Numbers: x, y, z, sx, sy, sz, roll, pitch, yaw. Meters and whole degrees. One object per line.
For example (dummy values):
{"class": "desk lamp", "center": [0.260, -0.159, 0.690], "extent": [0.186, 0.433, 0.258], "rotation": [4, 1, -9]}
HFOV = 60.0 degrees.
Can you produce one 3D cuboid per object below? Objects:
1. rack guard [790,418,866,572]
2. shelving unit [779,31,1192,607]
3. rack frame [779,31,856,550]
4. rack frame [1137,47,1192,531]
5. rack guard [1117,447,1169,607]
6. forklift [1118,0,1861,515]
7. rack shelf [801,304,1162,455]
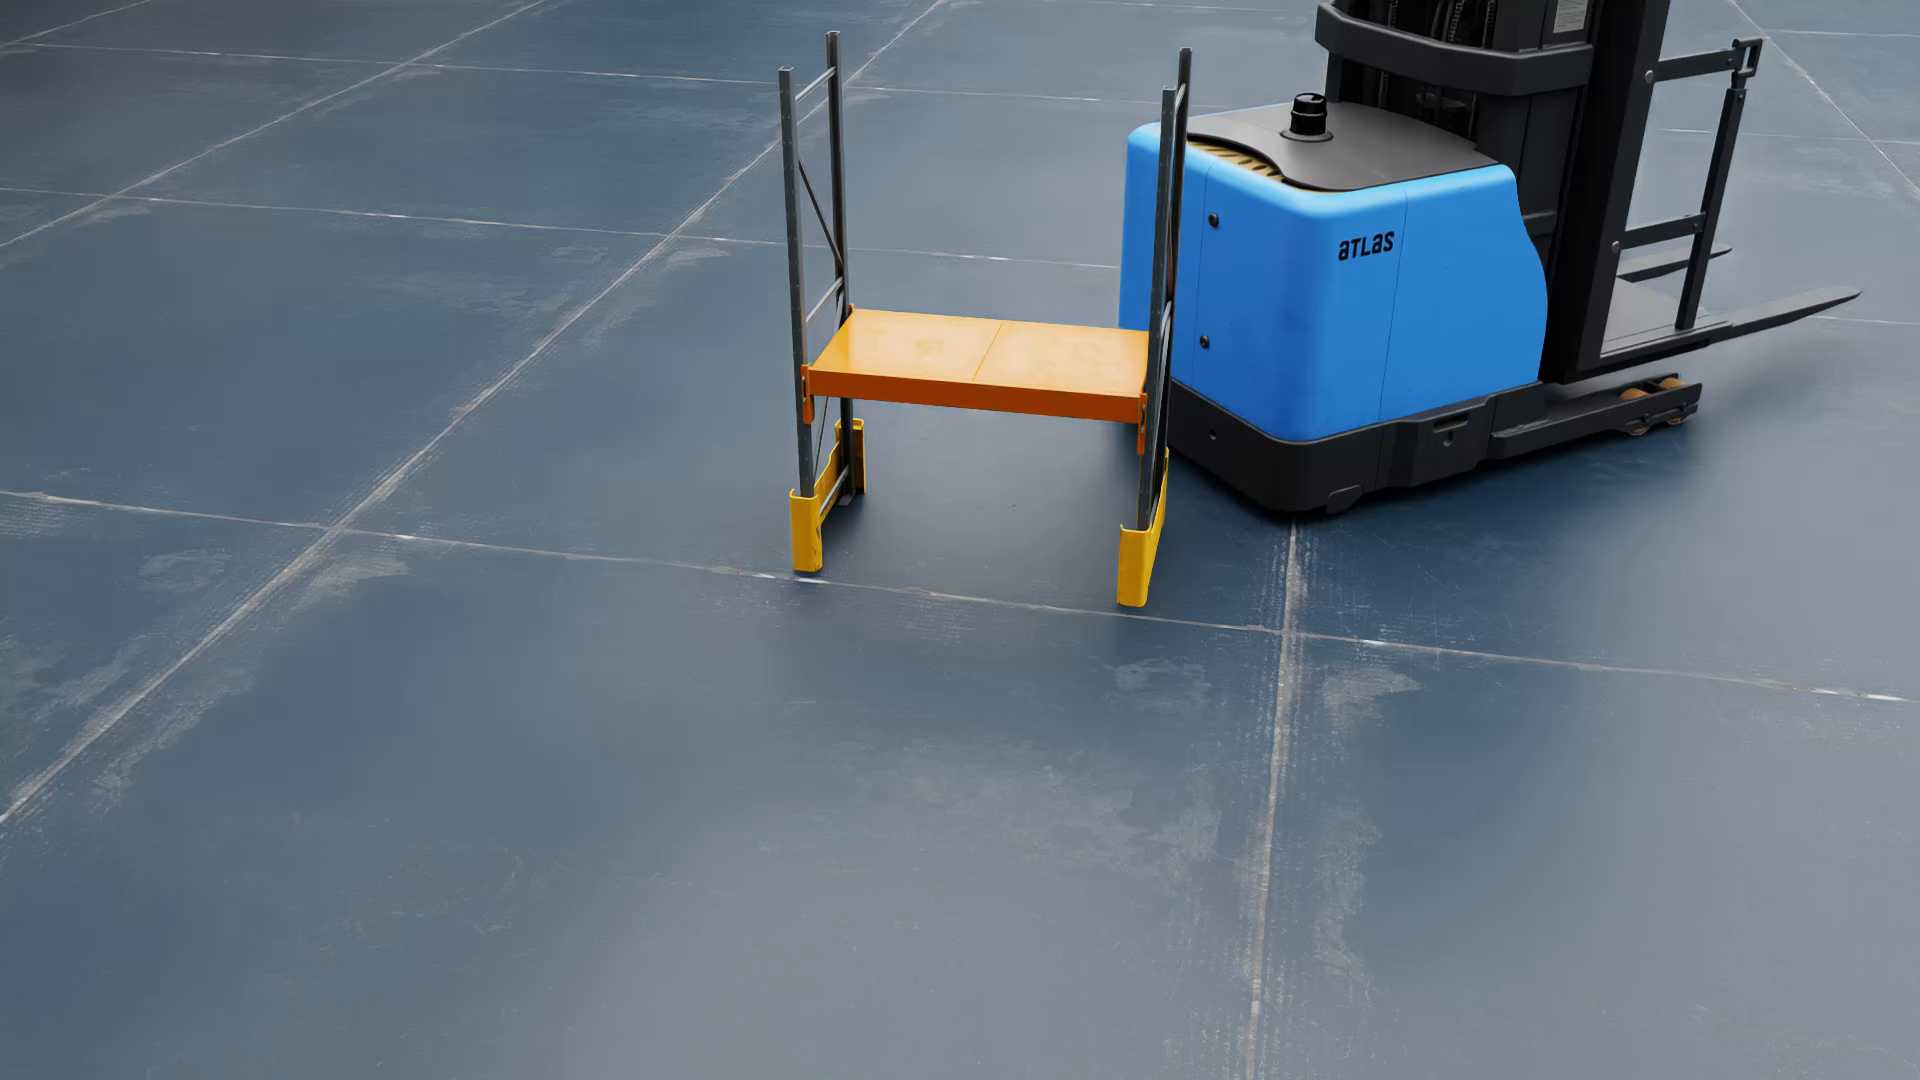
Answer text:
{"class": "rack guard", "center": [-0.412, -0.152, 5.267], "extent": [0.087, 0.250, 0.587], "rotation": [6, 29, 11]}
{"class": "shelving unit", "center": [0.075, -0.650, 4.876], "extent": [1.083, 1.500, 0.587], "rotation": [6, 29, 11]}
{"class": "rack frame", "center": [-0.414, -0.700, 4.967], "extent": [0.032, 1.500, 0.500], "rotation": [6, 29, 11]}
{"class": "rack frame", "center": [0.581, -0.598, 4.781], "extent": [0.032, 1.500, 0.500], "rotation": [6, 29, 11]}
{"class": "rack guard", "center": [0.562, -0.052, 5.085], "extent": [0.087, 0.250, 0.587], "rotation": [6, 29, 11]}
{"class": "forklift", "center": [2.084, -1.863, 5.601], "extent": [3.031, 2.935, 1.130], "rotation": [-15, 32, -25]}
{"class": "rack shelf", "center": [0.083, -0.492, 4.961], "extent": [1.000, 0.185, 0.538], "rotation": [6, 29, 11]}
